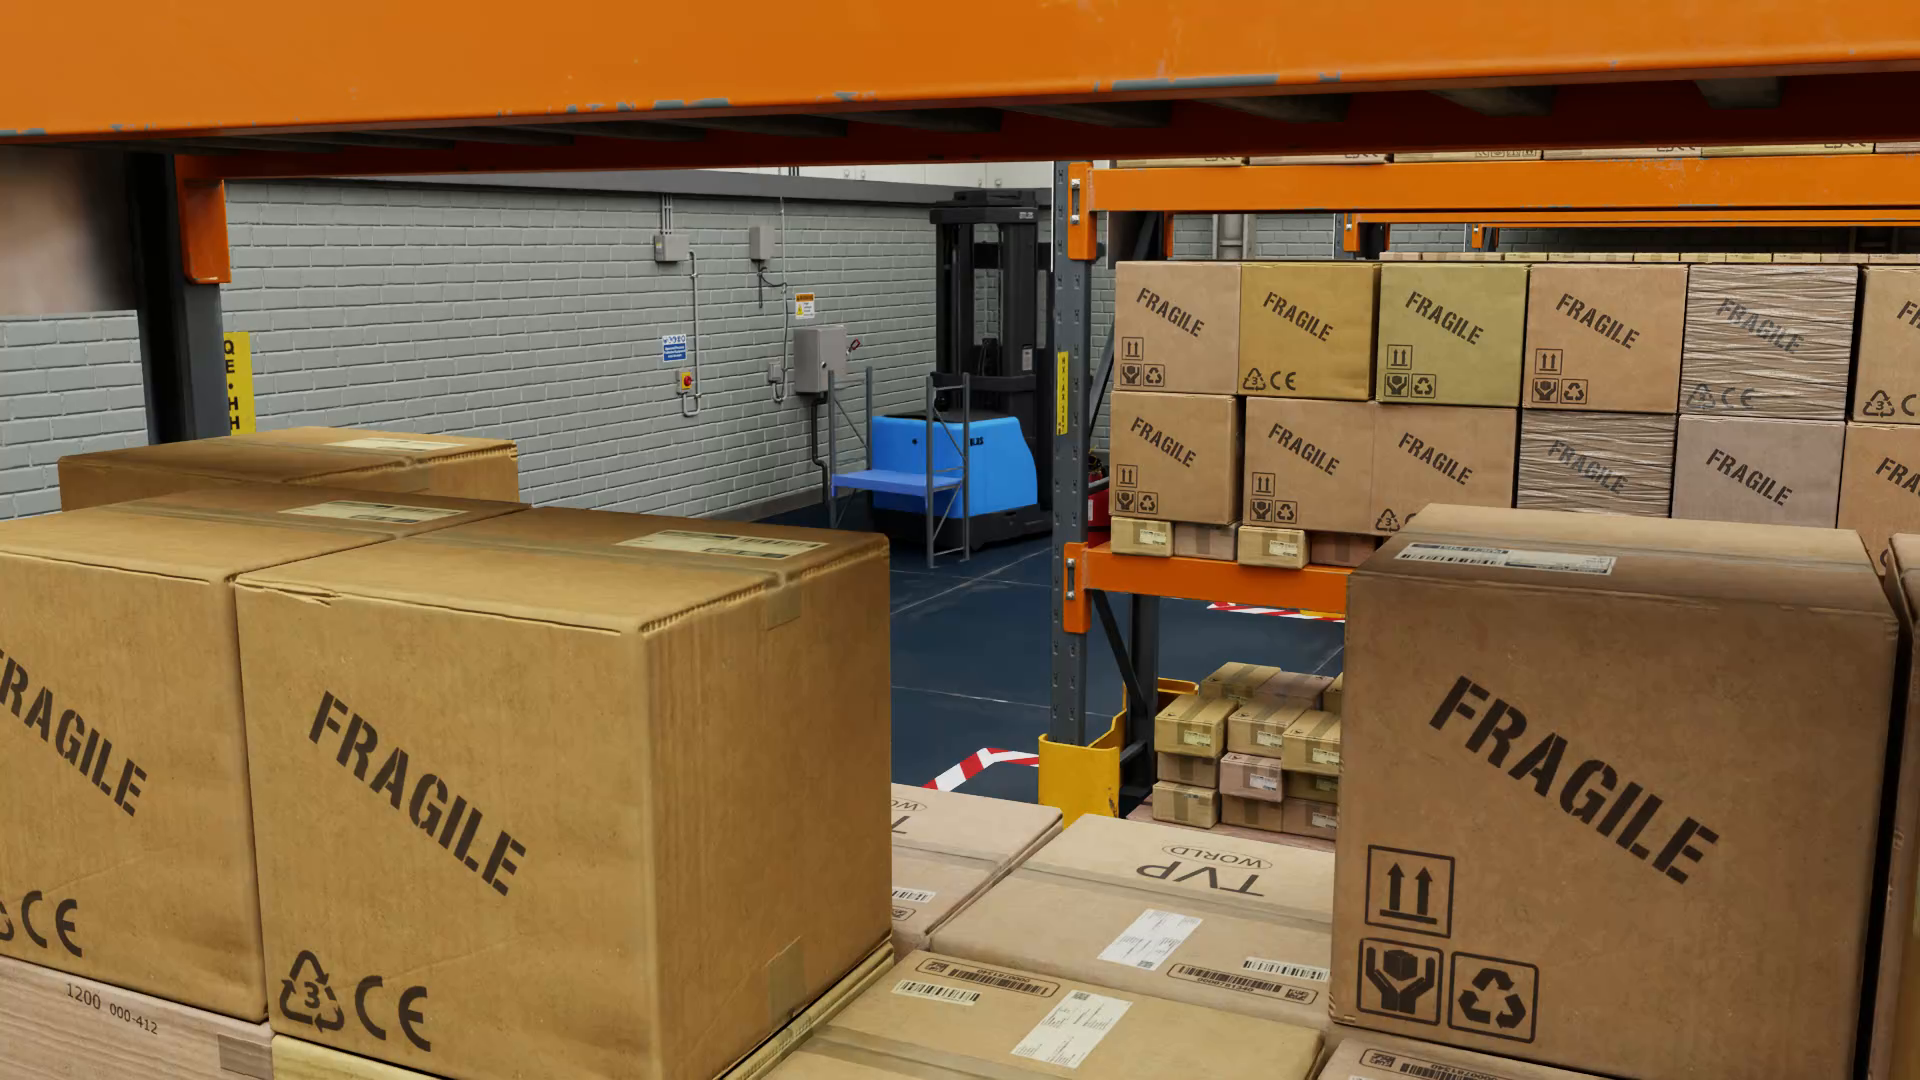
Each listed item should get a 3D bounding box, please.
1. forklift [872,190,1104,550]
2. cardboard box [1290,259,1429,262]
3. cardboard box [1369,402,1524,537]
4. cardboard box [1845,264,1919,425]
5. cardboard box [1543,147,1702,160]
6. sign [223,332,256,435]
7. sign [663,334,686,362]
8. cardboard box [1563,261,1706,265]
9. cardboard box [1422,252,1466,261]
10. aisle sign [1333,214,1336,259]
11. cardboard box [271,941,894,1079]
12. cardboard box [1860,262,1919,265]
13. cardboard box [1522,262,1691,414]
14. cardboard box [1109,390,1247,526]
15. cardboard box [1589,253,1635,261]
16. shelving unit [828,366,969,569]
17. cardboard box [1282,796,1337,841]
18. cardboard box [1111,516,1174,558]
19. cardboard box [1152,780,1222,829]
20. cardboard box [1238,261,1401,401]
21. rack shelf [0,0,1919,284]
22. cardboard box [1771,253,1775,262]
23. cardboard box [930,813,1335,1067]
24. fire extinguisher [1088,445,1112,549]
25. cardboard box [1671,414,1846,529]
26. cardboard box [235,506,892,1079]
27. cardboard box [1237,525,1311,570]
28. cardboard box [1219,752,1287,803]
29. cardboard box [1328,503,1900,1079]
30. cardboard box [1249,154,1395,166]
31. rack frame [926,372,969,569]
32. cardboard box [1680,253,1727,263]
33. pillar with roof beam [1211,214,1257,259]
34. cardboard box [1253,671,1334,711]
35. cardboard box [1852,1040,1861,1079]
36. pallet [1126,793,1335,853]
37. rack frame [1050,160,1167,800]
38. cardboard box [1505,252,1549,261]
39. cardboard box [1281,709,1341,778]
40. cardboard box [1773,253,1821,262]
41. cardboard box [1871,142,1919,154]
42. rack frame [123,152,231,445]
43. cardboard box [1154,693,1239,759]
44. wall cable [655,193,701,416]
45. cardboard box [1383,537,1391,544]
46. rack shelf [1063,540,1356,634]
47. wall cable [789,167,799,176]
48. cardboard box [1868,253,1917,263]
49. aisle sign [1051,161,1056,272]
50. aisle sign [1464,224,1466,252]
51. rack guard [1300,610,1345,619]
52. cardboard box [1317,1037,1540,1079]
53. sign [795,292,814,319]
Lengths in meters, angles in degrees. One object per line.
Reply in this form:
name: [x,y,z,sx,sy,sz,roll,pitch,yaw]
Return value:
forklift: [0.564,-1.567,14.656,1.130,2.935,3.031,9,13,40]
cardboard box: [1.623,-0.894,6.826,0.500,0.500,0.500,5,11,24]
cardboard box: [1.854,-0.280,6.241,0.500,0.500,0.500,5,11,27]
cardboard box: [3.228,-0.649,5.471,0.500,0.500,0.500,5,11,24]
cardboard box: [2.334,-1.446,5.796,0.500,0.250,0.500,5,11,26]
sign: [-1.384,-0.231,3.166,0.005,0.325,0.100,5,11,26]
sign: [-2.395,-1.612,13.957,0.001,0.218,0.327,5,11,26]
cardboard box: [2.569,-0.814,6.380,0.500,0.500,0.500,5,11,24]
cardboard box: [3.210,-1.821,10.957,0.250,0.149,0.380,5,12,27]
aisle sign: [2.555,-2.280,11.107,0.004,0.787,0.394,5,11,26]
cardboard box: [-0.408,0.630,1.915,0.500,0.250,0.500,5,11,24]
cardboard box: [3.467,-0.728,5.908,0.500,0.500,0.500,5,11,24]
cardboard box: [2.304,-0.730,5.917,0.500,0.500,0.500,5,11,24]
cardboard box: [0.929,-0.359,6.676,0.500,0.500,0.500,6,12,29]
cardboard box: [4.101,-1.725,10.430,0.250,0.149,0.380,5,11,26]
shelving unit: [-0.492,-0.601,13.337,1.048,1.500,0.538,8,13,37]
cardboard box: [1.473,1.072,6.713,0.250,0.149,0.380,5,11,26]
cardboard box: [0.794,-0.042,6.743,0.250,0.149,0.380,5,11,25]
cardboard box: [0.977,1.046,6.856,0.250,0.149,0.380,5,12,27]
cardboard box: [1.389,-0.814,6.382,0.500,0.500,0.500,5,12,27]
rack shelf: [0.157,-0.423,1.744,4.000,0.370,1.077,5,11,26]
cardboard box: [5.261,-1.739,10.507,0.250,0.149,0.380,5,11,24]
cardboard box: [0.295,0.585,2.162,0.500,0.250,0.500,5,11,26]
fire extinguisher: [0.627,-0.115,7.708,0.183,0.674,0.296,5,11,26]
cardboard box: [2.766,-0.197,5.780,0.500,0.500,0.500,5,11,26]
cardboard box: [-0.410,0.260,1.853,0.500,0.500,0.500,5,11,24]
cardboard box: [1.258,0.002,6.504,0.250,0.149,0.380,5,11,24]
cardboard box: [1.225,0.920,6.717,0.250,0.149,0.380,5,11,26]
cardboard box: [0.727,0.256,1.874,0.500,0.500,0.500,5,11,24]
cardboard box: [1.408,-1.527,6.243,0.500,0.250,0.500,5,12,28]
rack frame: [-0.092,-0.545,13.028,0.032,1.500,0.500,8,13,37]
cardboard box: [4.573,-1.688,10.225,0.250,0.149,0.380,5,11,26]
pillar with roof beam: [1.017,-4.456,13.581,0.400,9.000,9.100,5,11,26]
cardboard box: [1.435,0.691,7.147,0.250,0.149,0.380,5,12,27]
cardboard box: [1.201,0.665,1.720,0.500,0.250,0.500,5,11,26]
pallet: [1.429,1.205,6.981,1.213,0.211,1.003,5,11,26]
rack frame: [0.648,-0.243,7.151,0.127,3.000,1.000,5,11,26]
cardboard box: [3.637,-1.764,10.644,0.250,0.149,0.380,5,11,24]
cardboard box: [1.438,0.799,6.550,0.250,0.149,0.380,5,11,26]
cardboard box: [5.035,-1.651,10.018,0.250,0.149,0.380,5,11,25]
cardboard box: [3.233,-1.367,5.358,0.500,0.250,0.500,5,11,26]
rack frame: [-1.635,0.541,2.821,0.053,2.616,0.949,5,11,26]
cardboard box: [0.968,0.756,6.786,0.250,0.149,0.380,4,11,23]
wall cable: [-2.319,-1.998,13.904,0.123,1.953,0.585,5,11,26]
cardboard box: [1.783,0.025,6.372,0.250,0.149,0.380,5,11,25]
rack shelf: [2.442,0.269,6.344,4.000,0.370,1.077,5,11,26]
wall cable: [-0.876,-4.977,16.358,0.133,3.039,2.988,5,11,26]
cardboard box: [5.510,-1.620,9.846,0.250,0.149,0.380,5,11,26]
aisle sign: [0.450,-1.480,6.686,0.004,0.787,0.394,5,11,26]
aisle sign: [4.750,-3.072,15.484,0.004,0.787,0.394,5,11,26]
rack guard: [2.726,0.187,11.796,0.348,0.500,1.175,5,11,26]
cardboard box: [0.515,0.710,1.469,0.500,0.250,0.500,5,12,27]
sign: [-1.469,-2.220,15.755,0.001,0.242,0.339,5,11,26]
